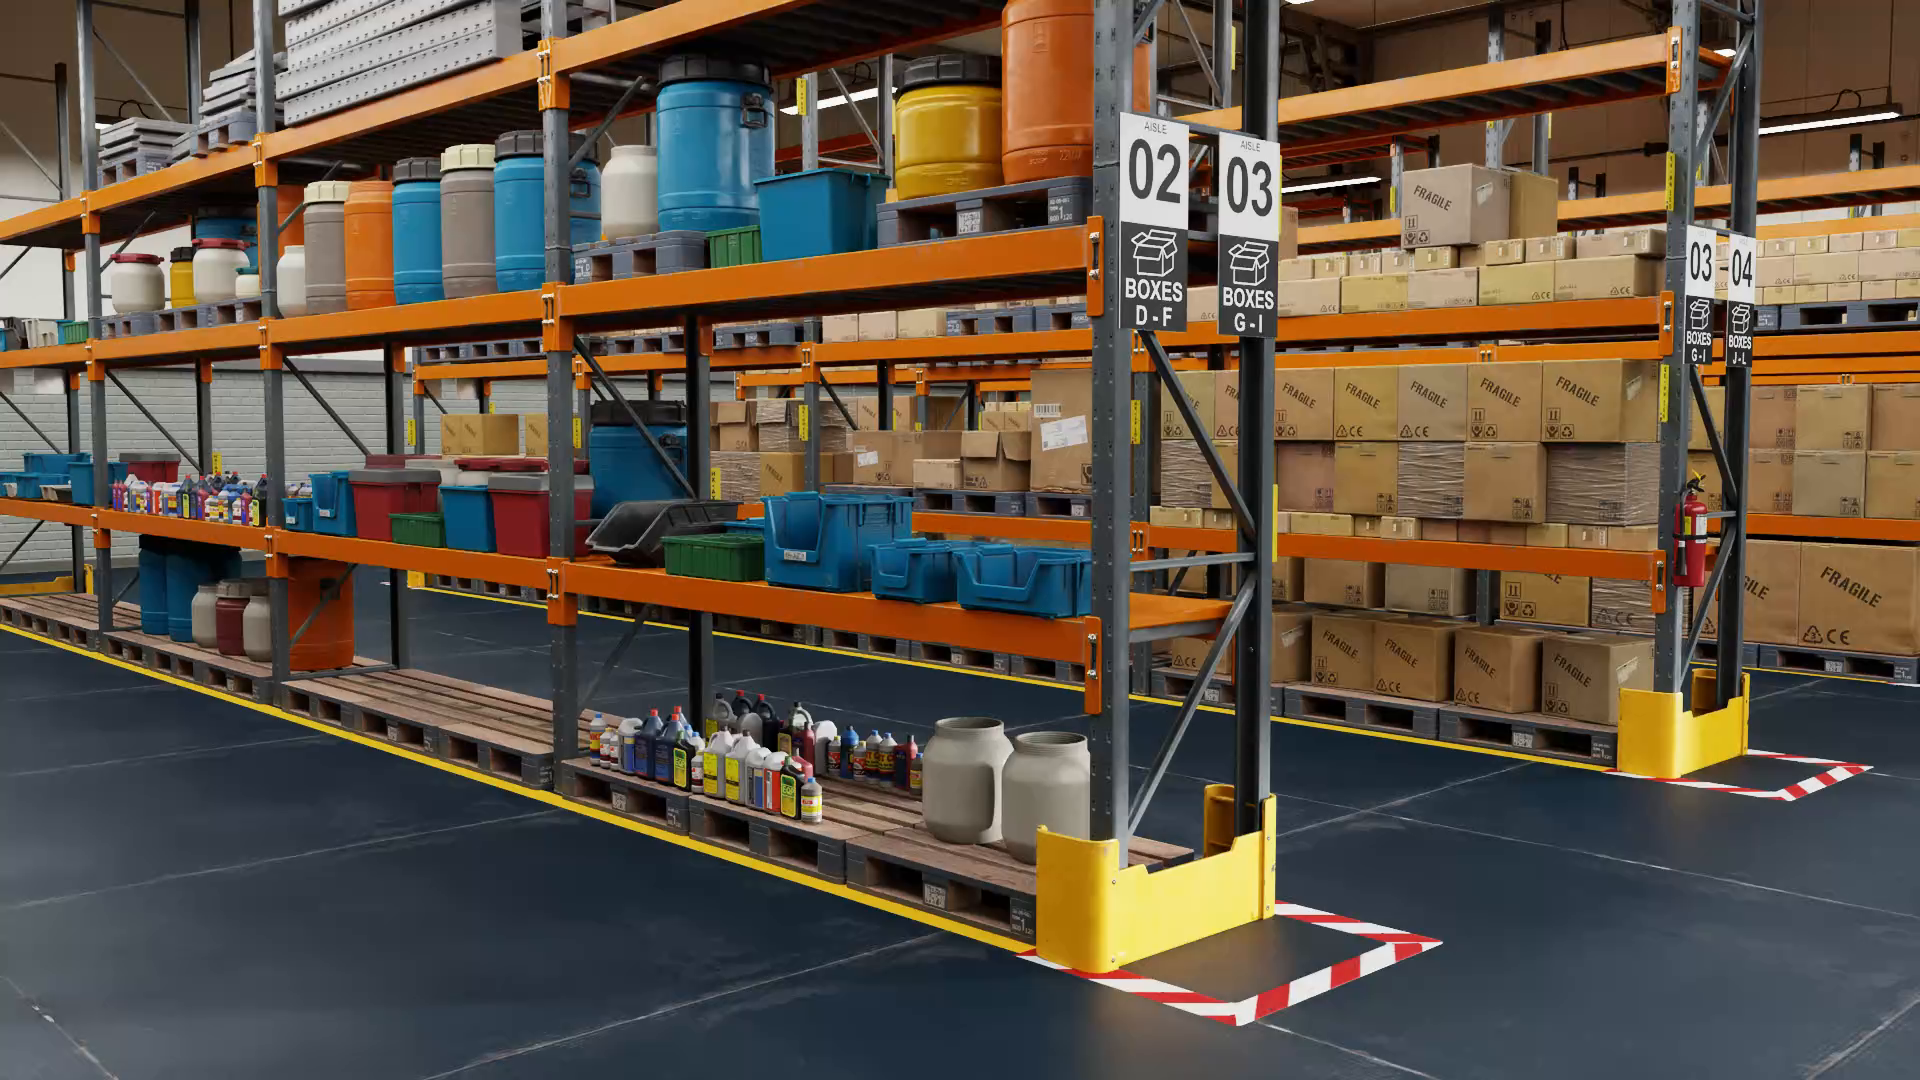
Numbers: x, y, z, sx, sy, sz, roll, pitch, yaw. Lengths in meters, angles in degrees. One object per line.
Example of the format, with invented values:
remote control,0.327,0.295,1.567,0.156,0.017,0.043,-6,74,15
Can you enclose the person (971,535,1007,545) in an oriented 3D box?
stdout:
person,0.363,-0.099,18.725,1.045,1.725,0.597,2,5,31
